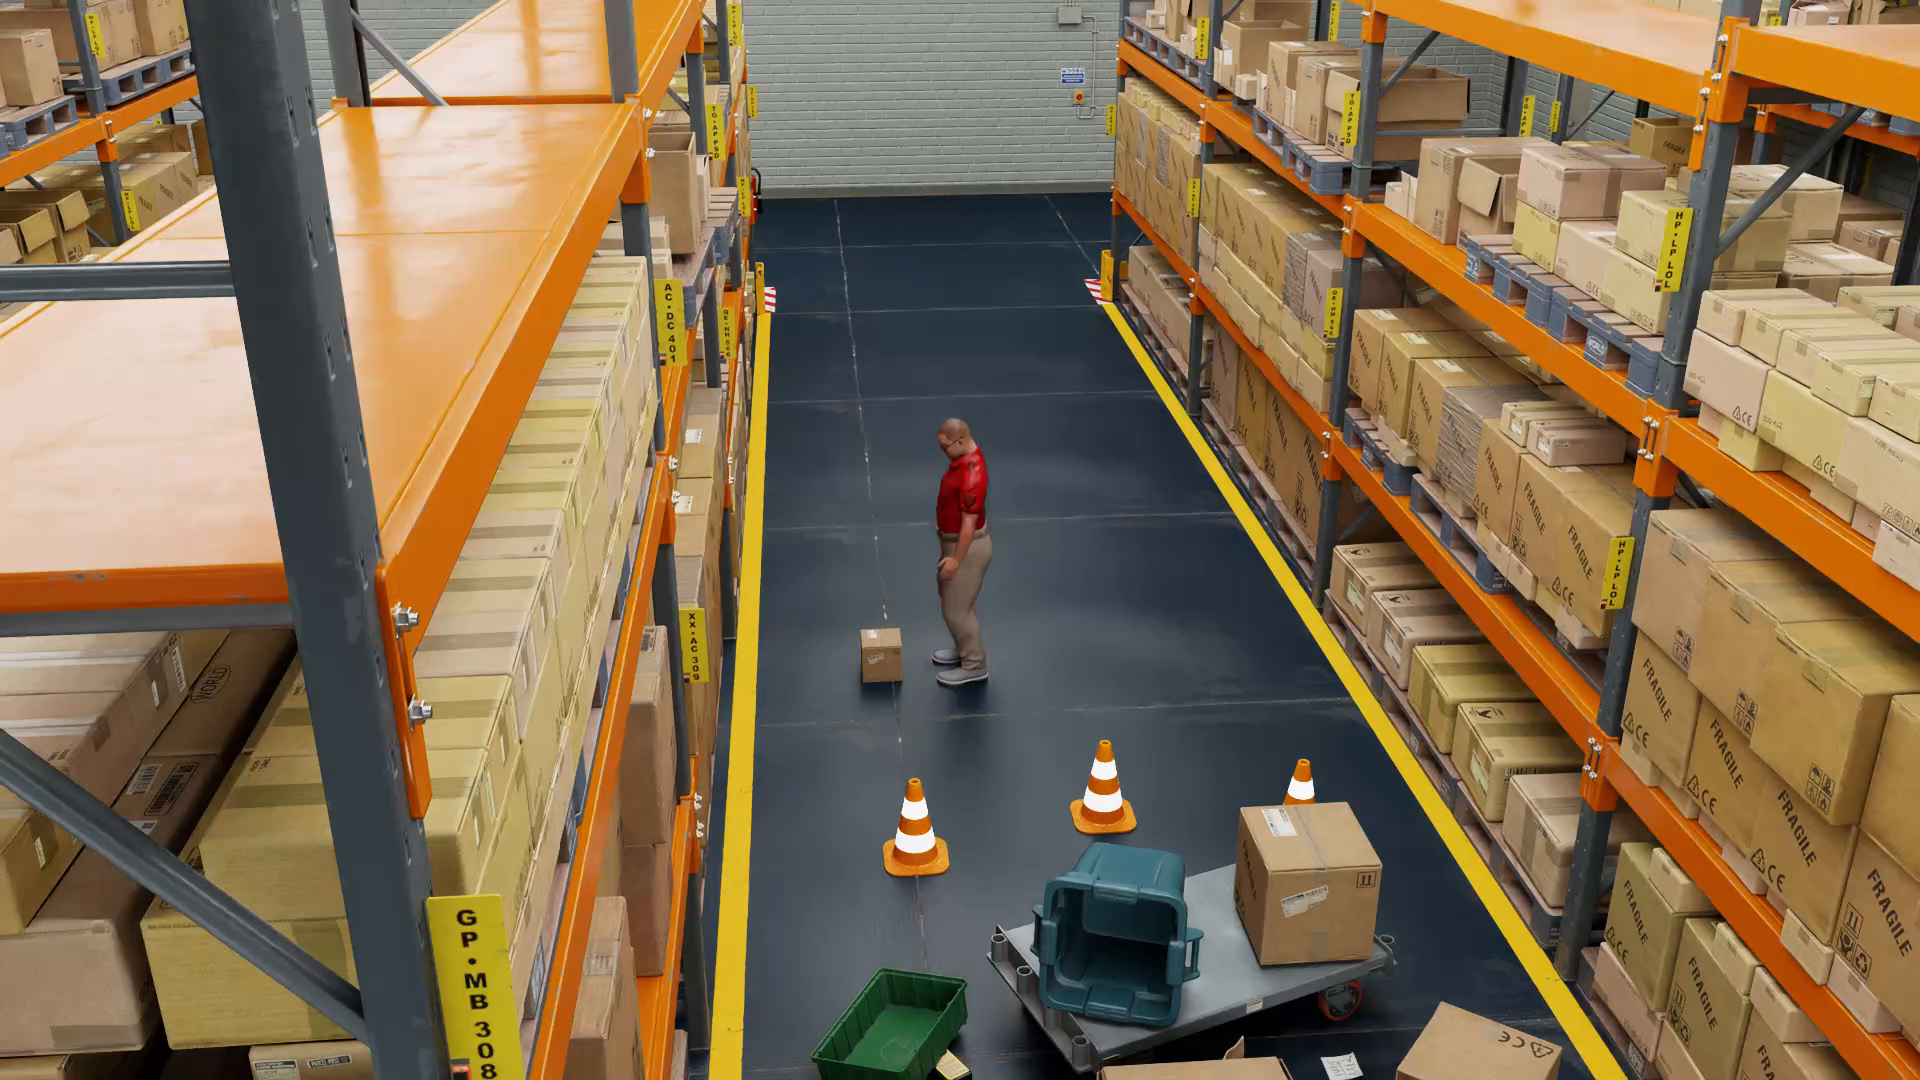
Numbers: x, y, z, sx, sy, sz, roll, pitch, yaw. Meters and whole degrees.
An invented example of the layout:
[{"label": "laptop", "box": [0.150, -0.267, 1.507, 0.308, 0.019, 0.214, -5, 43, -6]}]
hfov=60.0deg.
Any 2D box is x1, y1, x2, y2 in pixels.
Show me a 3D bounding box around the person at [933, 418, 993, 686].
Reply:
[{"label": "person", "box": [0.018, 0.061, 10.245, 0.366, 1.709, 0.540, -2, 24, -4]}]
